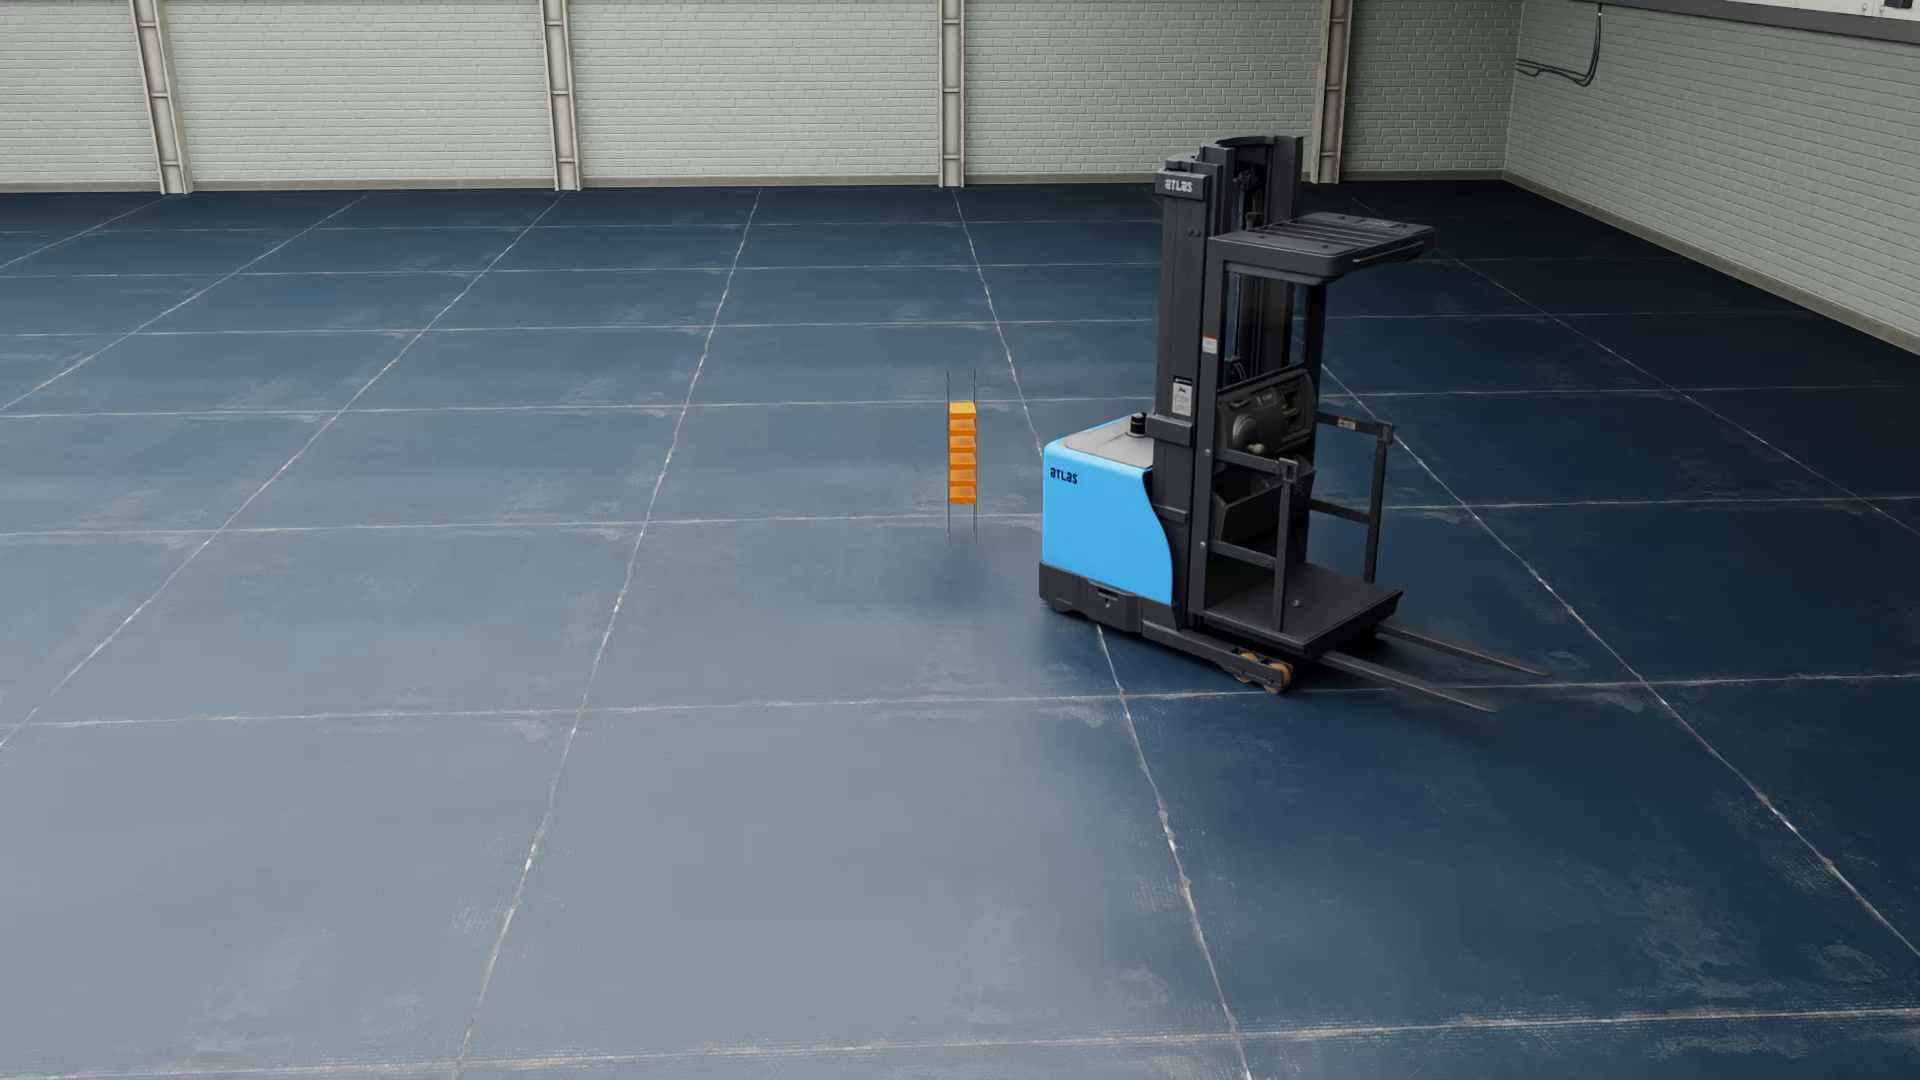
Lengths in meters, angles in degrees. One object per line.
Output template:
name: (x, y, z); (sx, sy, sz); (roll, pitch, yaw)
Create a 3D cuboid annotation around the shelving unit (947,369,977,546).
shelving unit: (0.014, -0.561, 11.408); (0.189, 1.200, 0.258); (-1, 21, -3)

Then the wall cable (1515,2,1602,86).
wall cable: (8.868, -8.098, 24.608); (0.112, 2.526, 3.097); (-1, 21, -3)

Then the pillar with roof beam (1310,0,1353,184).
pillar with roof beam: (6.097, -8.430, 21.116); (0.400, 9.000, 9.100); (-1, 21, -3)

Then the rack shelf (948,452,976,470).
rack shelf: (0.014, -0.520, 11.424); (0.180, 0.103, 0.258); (-1, 21, -3)

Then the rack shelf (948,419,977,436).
rack shelf: (0.014, -0.744, 11.339); (0.180, 0.103, 0.258); (-1, 21, -3)

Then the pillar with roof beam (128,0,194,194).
pillar with roof beam: (-11.874, -8.064, 20.155); (0.400, 9.000, 9.100); (-1, 21, -3)

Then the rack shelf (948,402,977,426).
rack shelf: (0.014, -0.856, 11.296); (0.180, 0.103, 0.258); (-1, 21, -3)

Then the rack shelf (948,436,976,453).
rack shelf: (0.014, -0.632, 11.381); (0.180, 0.103, 0.258); (-1, 21, -3)

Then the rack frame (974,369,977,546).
rack frame: (0.106, -0.563, 11.413); (0.006, 1.200, 0.240); (-1, 21, -3)

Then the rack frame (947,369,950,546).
rack frame: (-0.077, -0.559, 11.403); (0.006, 1.200, 0.240); (-1, 21, -3)

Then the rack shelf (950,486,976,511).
rack shelf: (0.014, -0.295, 11.509); (0.180, 0.103, 0.258); (-1, 21, -3)

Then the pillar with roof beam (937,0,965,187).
pillar with roof beam: (0.107, -8.308, 20.796); (0.400, 9.000, 9.100); (-1, 21, -3)

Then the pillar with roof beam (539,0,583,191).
pillar with roof beam: (-5.884, -8.186, 20.476); (0.400, 9.000, 9.100); (-1, 21, -3)

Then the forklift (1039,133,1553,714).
forklift: (1.914, -0.719, 9.391); (3.031, 2.935, 1.130); (19, 28, 40)

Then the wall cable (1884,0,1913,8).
wall cable: (9.394, -7.766, 14.592); (0.169, 6.003, 2.305); (-1, 21, -3)

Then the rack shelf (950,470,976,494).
rack shelf: (0.014, -0.407, 11.467); (0.180, 0.103, 0.258); (-1, 21, -3)
